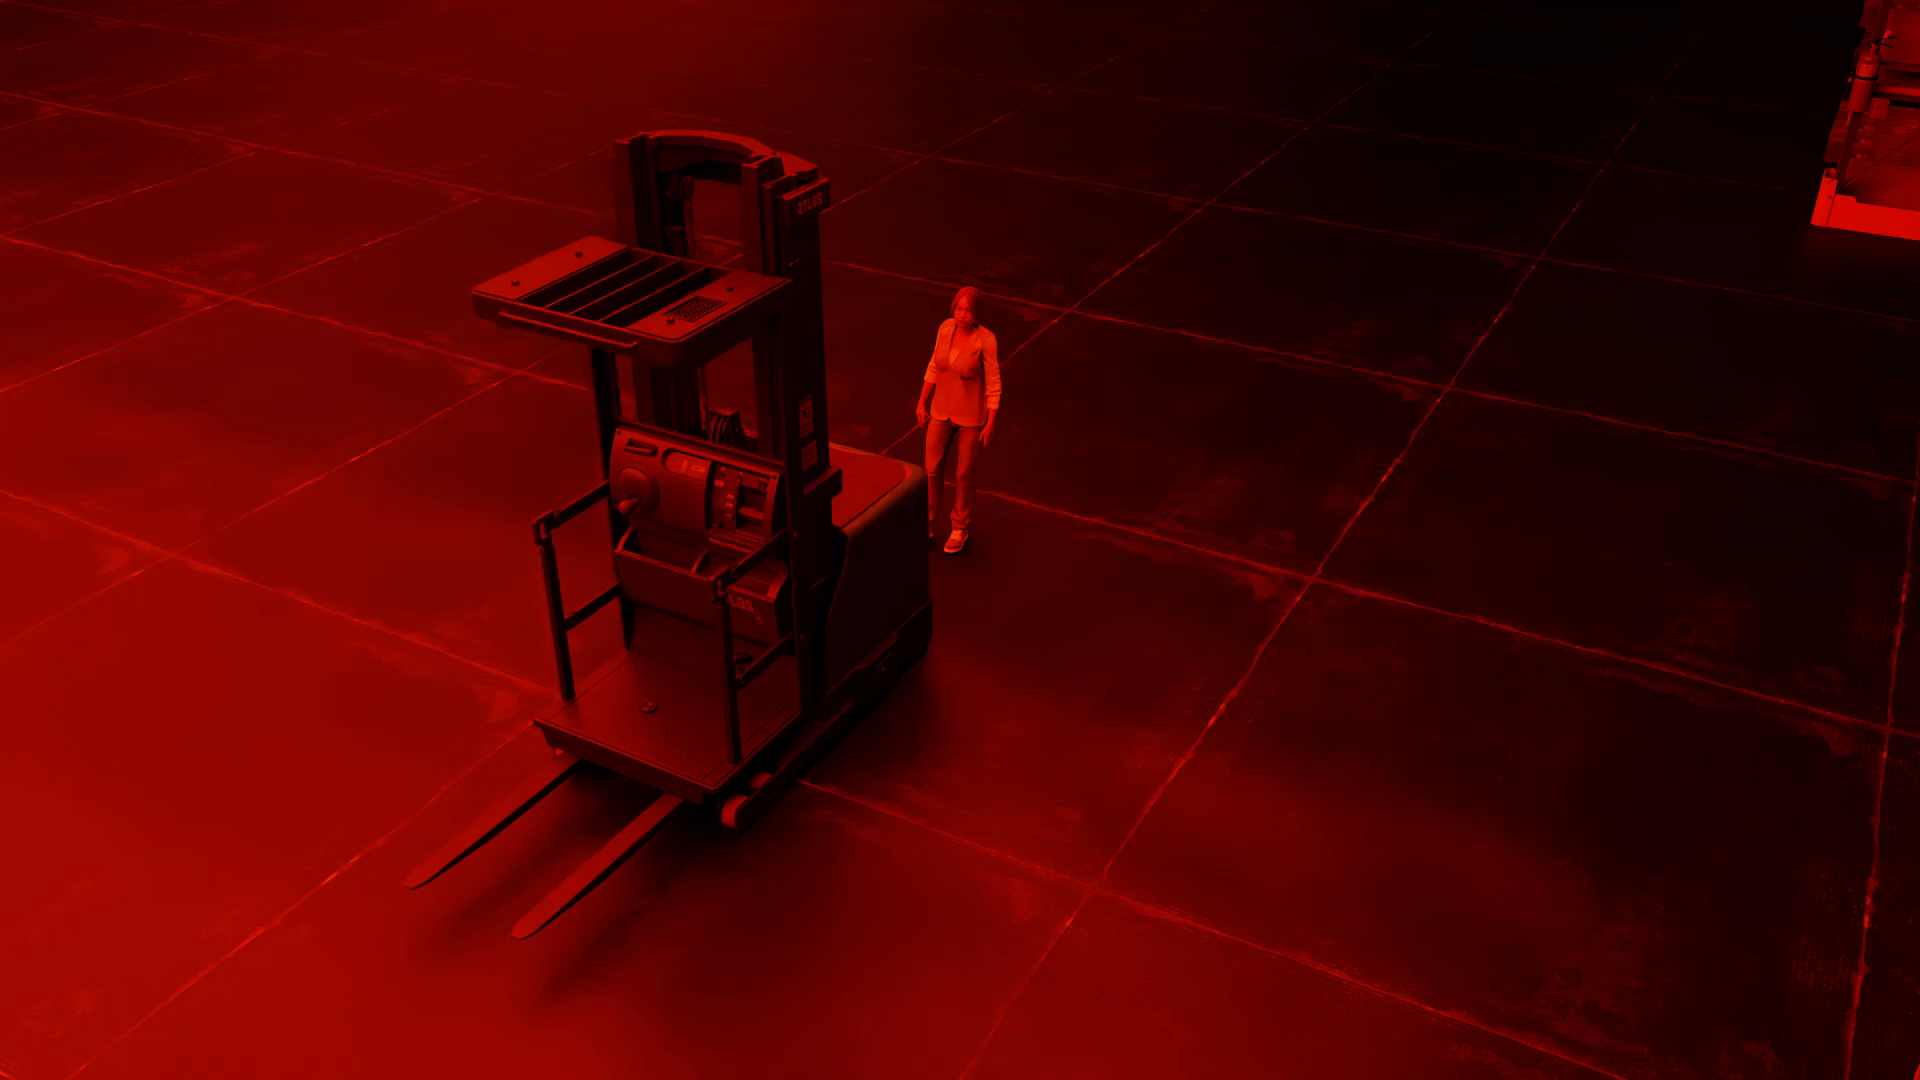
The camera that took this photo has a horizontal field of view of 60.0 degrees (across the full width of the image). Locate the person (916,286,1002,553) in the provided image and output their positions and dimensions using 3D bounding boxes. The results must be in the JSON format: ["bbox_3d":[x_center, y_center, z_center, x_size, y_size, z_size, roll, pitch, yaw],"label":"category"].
[{"bbox_3d":[-0.048,-0.659,9.554,0.521,1.577,0.473,15,33,25],"label":"person"}]

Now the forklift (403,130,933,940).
[{"bbox_3d":[-1.317,-0.193,7.405,1.130,2.935,3.031,16,34,26],"label":"forklift"}]
